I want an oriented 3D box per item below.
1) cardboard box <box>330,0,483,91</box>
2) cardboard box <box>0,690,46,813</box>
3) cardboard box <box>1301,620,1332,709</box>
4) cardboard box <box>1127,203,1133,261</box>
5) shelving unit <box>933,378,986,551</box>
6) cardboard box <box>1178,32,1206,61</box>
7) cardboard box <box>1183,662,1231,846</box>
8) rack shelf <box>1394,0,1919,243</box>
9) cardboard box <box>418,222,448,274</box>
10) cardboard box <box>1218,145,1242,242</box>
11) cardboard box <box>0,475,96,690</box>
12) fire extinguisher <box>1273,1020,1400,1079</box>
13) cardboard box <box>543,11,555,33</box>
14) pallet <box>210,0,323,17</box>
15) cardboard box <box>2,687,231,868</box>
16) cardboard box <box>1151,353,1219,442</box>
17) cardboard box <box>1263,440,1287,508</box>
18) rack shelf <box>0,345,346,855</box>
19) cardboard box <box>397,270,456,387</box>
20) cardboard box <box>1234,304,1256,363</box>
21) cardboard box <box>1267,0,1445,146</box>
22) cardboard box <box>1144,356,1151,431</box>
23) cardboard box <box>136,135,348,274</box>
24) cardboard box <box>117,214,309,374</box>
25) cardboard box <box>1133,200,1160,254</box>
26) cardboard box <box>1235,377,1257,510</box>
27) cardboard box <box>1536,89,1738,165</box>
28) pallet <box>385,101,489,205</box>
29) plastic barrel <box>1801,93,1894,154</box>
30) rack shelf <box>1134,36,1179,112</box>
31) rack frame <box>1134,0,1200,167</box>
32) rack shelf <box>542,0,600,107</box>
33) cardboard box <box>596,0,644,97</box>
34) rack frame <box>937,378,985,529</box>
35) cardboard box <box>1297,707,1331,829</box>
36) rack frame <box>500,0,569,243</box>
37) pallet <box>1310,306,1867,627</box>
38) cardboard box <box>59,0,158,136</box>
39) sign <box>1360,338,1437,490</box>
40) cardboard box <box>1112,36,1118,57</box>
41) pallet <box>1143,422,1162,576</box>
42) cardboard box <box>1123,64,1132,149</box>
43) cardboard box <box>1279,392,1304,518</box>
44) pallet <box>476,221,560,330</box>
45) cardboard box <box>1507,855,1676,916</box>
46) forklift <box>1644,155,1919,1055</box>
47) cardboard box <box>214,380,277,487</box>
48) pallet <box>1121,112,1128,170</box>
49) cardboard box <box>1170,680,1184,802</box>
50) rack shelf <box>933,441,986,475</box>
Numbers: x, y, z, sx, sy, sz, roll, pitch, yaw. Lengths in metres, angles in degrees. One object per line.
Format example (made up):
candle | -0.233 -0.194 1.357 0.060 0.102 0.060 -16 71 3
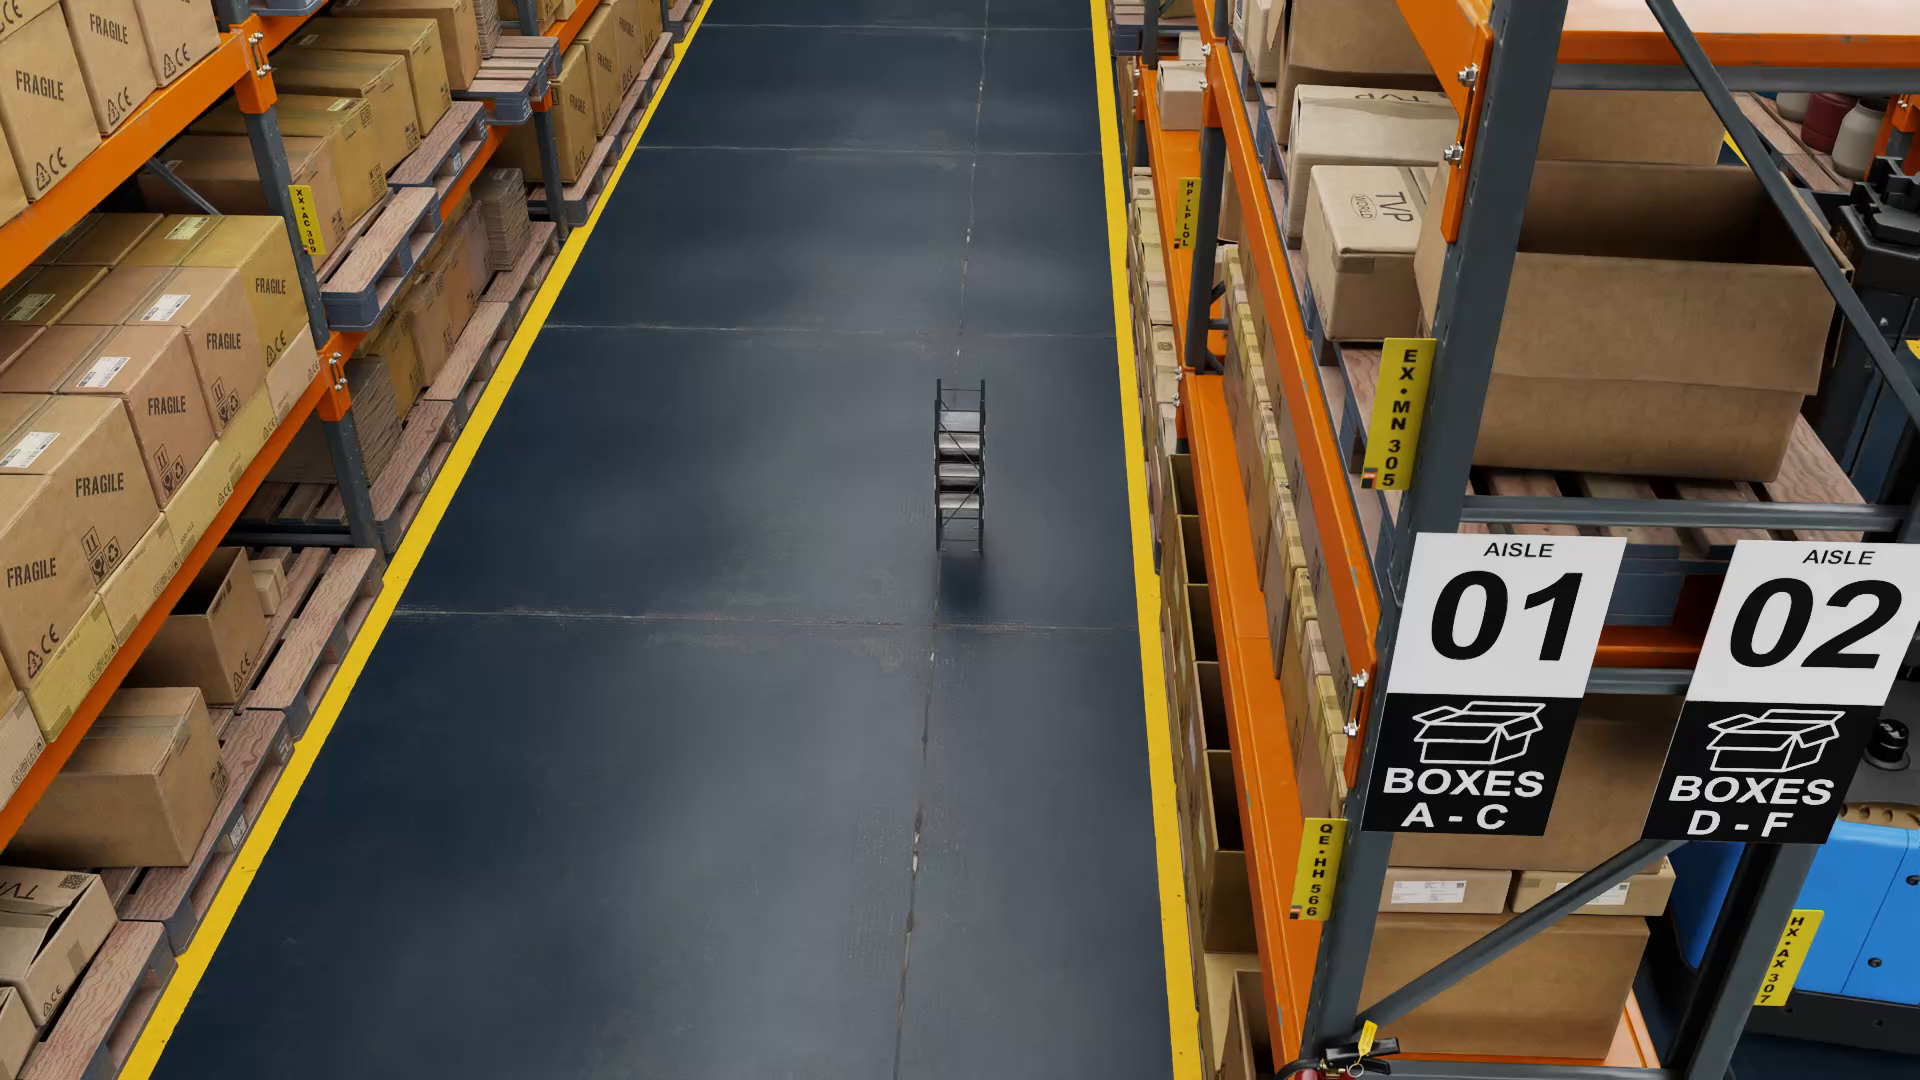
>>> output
cardboard box | -3.271 -2.991 9.873 0.700 0.500 0.500 -2 35 -3
cardboard box | -3.245 0.716 5.182 0.500 0.250 0.500 0 35 0
cardboard box | 1.218 0.374 4.903 0.380 0.149 0.250 2 35 3
cardboard box | 1.369 -2.003 10.963 0.500 0.250 0.500 1 35 2
shelving unit | 0.000 -0.373 8.444 0.258 0.900 0.210 1 35 2
cardboard box | 1.625 -3.005 10.441 0.500 0.311 0.500 3 35 5
cardboard box | 1.133 0.816 6.300 0.500 0.500 0.500 1 35 2
rack shelf | 1.442 -1.799 4.403 1.077 0.370 4.000 1 35 2
cardboard box | -3.345 -1.790 9.773 0.500 0.250 0.500 1 35 2
cardboard box | 1.591 -1.736 8.470 0.500 0.500 0.500 4 35 5
cardboard box | -3.212 0.133 5.359 0.500 0.500 0.500 0 35 0
fire extinguisher | 0.893 1.435 4.112 0.296 0.674 0.183 1 35 2
cardboard box | -3.003 -3.596 11.405 0.380 0.149 0.250 2 35 3
pallet | -3.296 -2.567 7.294 1.213 0.211 1.003 1 35 2
cardboard box | -3.368 0.934 6.550 0.700 0.500 0.500 -1 35 -1
cardboard box | 1.267 -0.766 8.716 0.500 0.311 0.500 2 35 3
cardboard box | 1.259 -0.218 5.746 0.380 0.149 0.250 1 35 2
rack shelf | -3.508 0.379 6.173 1.077 0.370 4.000 1 35 2
cardboard box | -3.383 -1.235 9.635 0.700 0.500 0.500 2 35 2
cardboard box | 1.300 -0.816 6.596 0.380 0.149 0.250 0 35 1
cardboard box | 1.330 -1.507 5.046 0.797 0.503 0.637 5 35 7
cardboard box | 1.292 -0.828 9.291 0.500 0.250 0.500 2 35 3
cardboard box | -3.373 -1.577 7.861 0.700 0.500 0.500 1 35 2
cardboard box | -3.137 -1.039 7.026 0.500 0.500 0.500 1 35 2
cardboard box | 1.356 -1.930 10.372 0.500 0.311 0.500 1 35 1
cardboard box | 1.496 -0.434 6.618 0.700 0.500 0.500 1 35 1
cardboard box | 1.702 -1.099 4.468 0.500 0.500 0.500 1 35 2
pallet | -3.305 -2.145 9.306 1.003 0.211 1.213 1 35 2
plastic barrel | 6.680 -3.249 12.442 0.600 0.588 0.708 1 35 2
rack shelf | 1.763 -4.105 12.553 1.077 0.370 4.000 1 35 2
rack frame | 1.683 -3.250 10.711 1.000 3.000 0.127 1 35 2
rack shelf | -3.186 -4.217 12.713 1.077 0.370 4.000 1 35 2
cardboard box | -3.035 -4.065 13.376 0.750 0.750 0.750 2 35 3
rack frame | 0.004 -0.431 8.527 0.240 0.900 0.006 1 35 2
cardboard box | 1.410 0.736 4.953 0.700 0.500 0.500 2 35 3
rack frame | -3.267 -3.362 10.871 1.000 3.000 0.127 1 35 2
pallet | 1.416 -0.250 3.911 1.003 0.211 1.213 1 35 2
cardboard box | -3.234 -1.754 5.870 0.500 0.500 0.500 -1 35 -2
sign | 0.820 -0.231 3.106 0.100 0.325 0.005 1 35 2
cardboard box | 1.581 -4.433 14.186 0.500 0.500 0.500 0 35 0
pallet | 1.513 -0.235 8.847 1.003 0.211 1.213 1 35 2
cardboard box | 1.507 -3.247 12.499 0.500 0.500 0.500 0 35 0
cardboard box | 1.451 -0.403 5.446 0.700 0.500 0.500 1 35 2
pallet | -3.300 -1.772 11.034 1.003 0.211 1.213 1 35 2
cardboard box | 1.593 0.820 4.270 0.380 0.149 0.250 1 35 2
forklift | 3.377 -0.188 6.414 1.130 2.935 3.031 6 36 8
cardboard box | -3.172 -0.446 6.834 0.500 0.250 0.500 1 35 2
pallet | 1.803 -3.236 13.117 1.003 0.211 1.213 1 35 2
cardboard box | 1.150 0.835 6.925 0.500 0.250 0.500 1 35 2
rack shelf | 0.000 -0.419 8.411 0.258 0.077 0.200 1 35 2
